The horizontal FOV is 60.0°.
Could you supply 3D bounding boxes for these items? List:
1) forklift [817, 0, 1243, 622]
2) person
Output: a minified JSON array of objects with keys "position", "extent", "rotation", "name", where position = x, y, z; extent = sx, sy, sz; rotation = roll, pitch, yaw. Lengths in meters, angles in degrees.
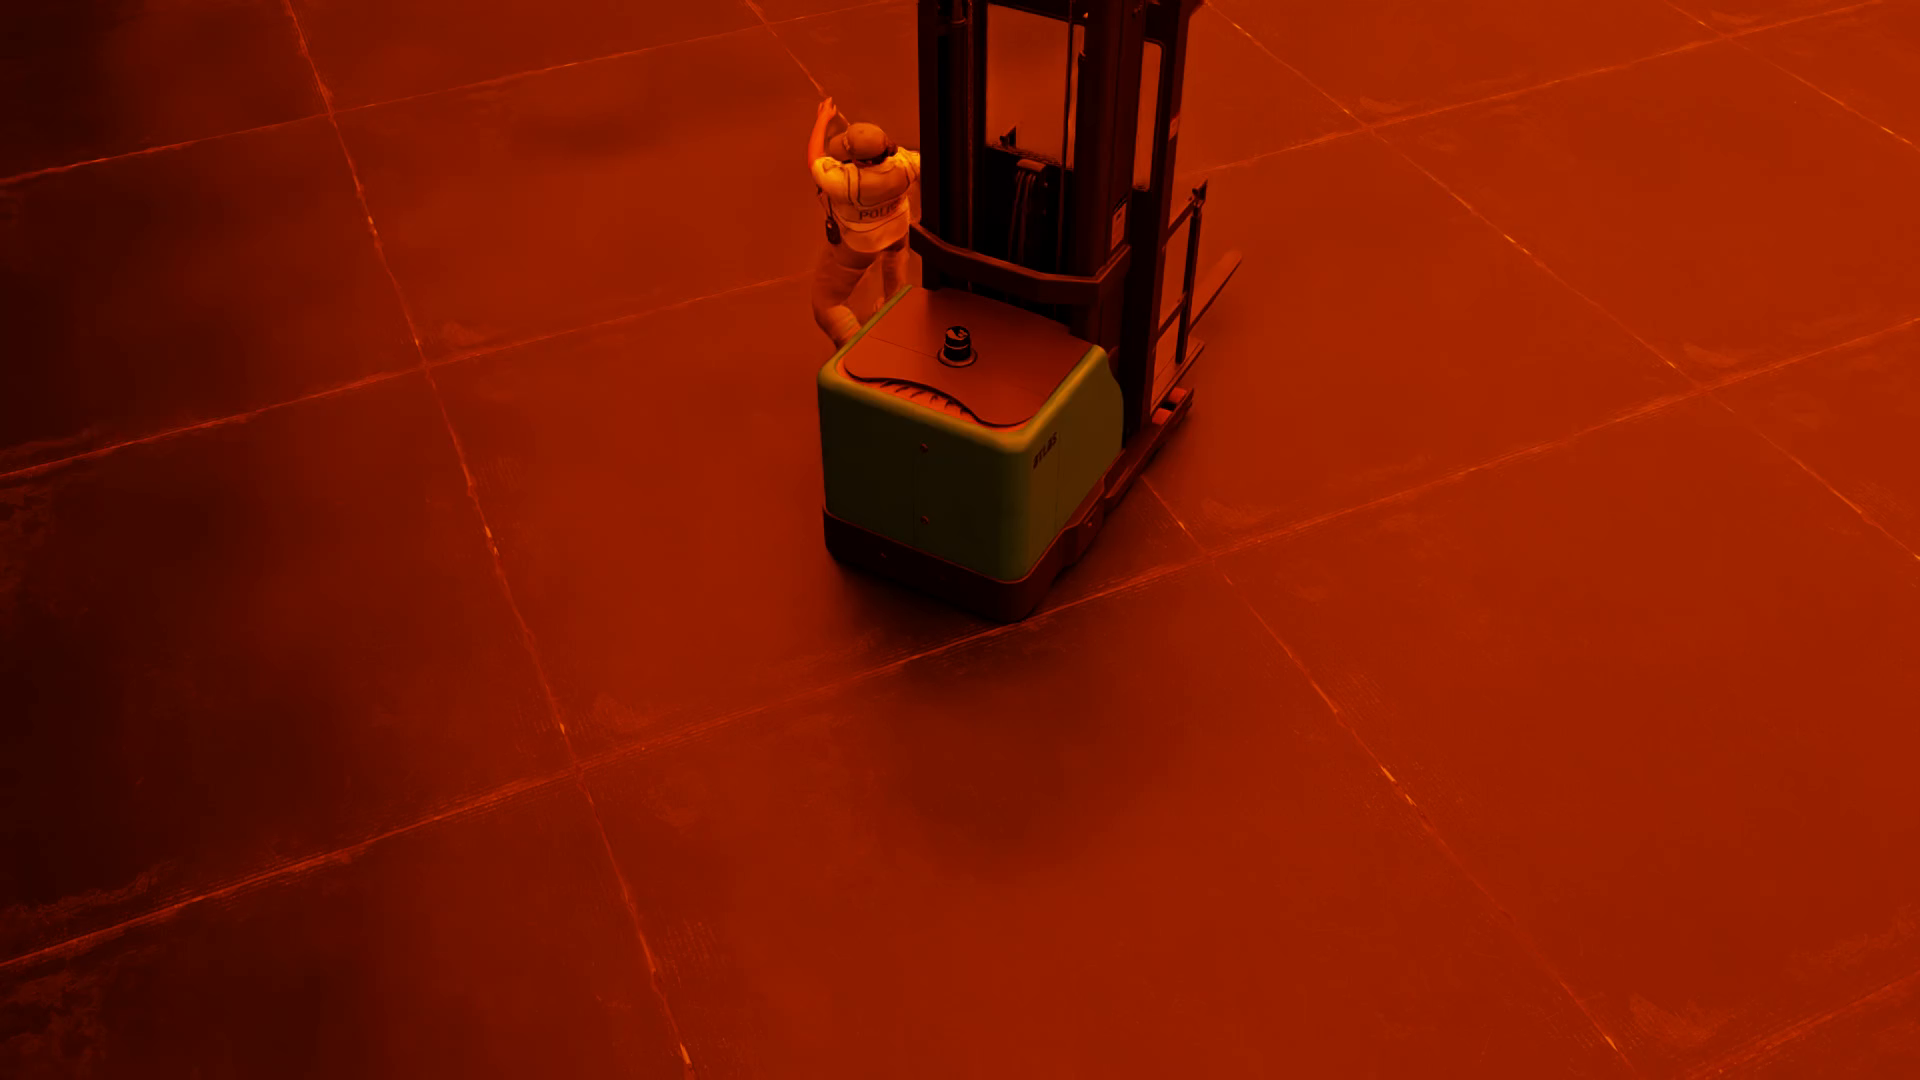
[{"position":[0.534,-1.707,7.509],"extent":[1.130,2.935,3.031],"rotation":[21,47,21],"name":"forklift"},{"position":[-0.407,-1.617,8.457],"extent":[0.778,1.451,0.901],"rotation":[34,53,31],"name":"person"}]
